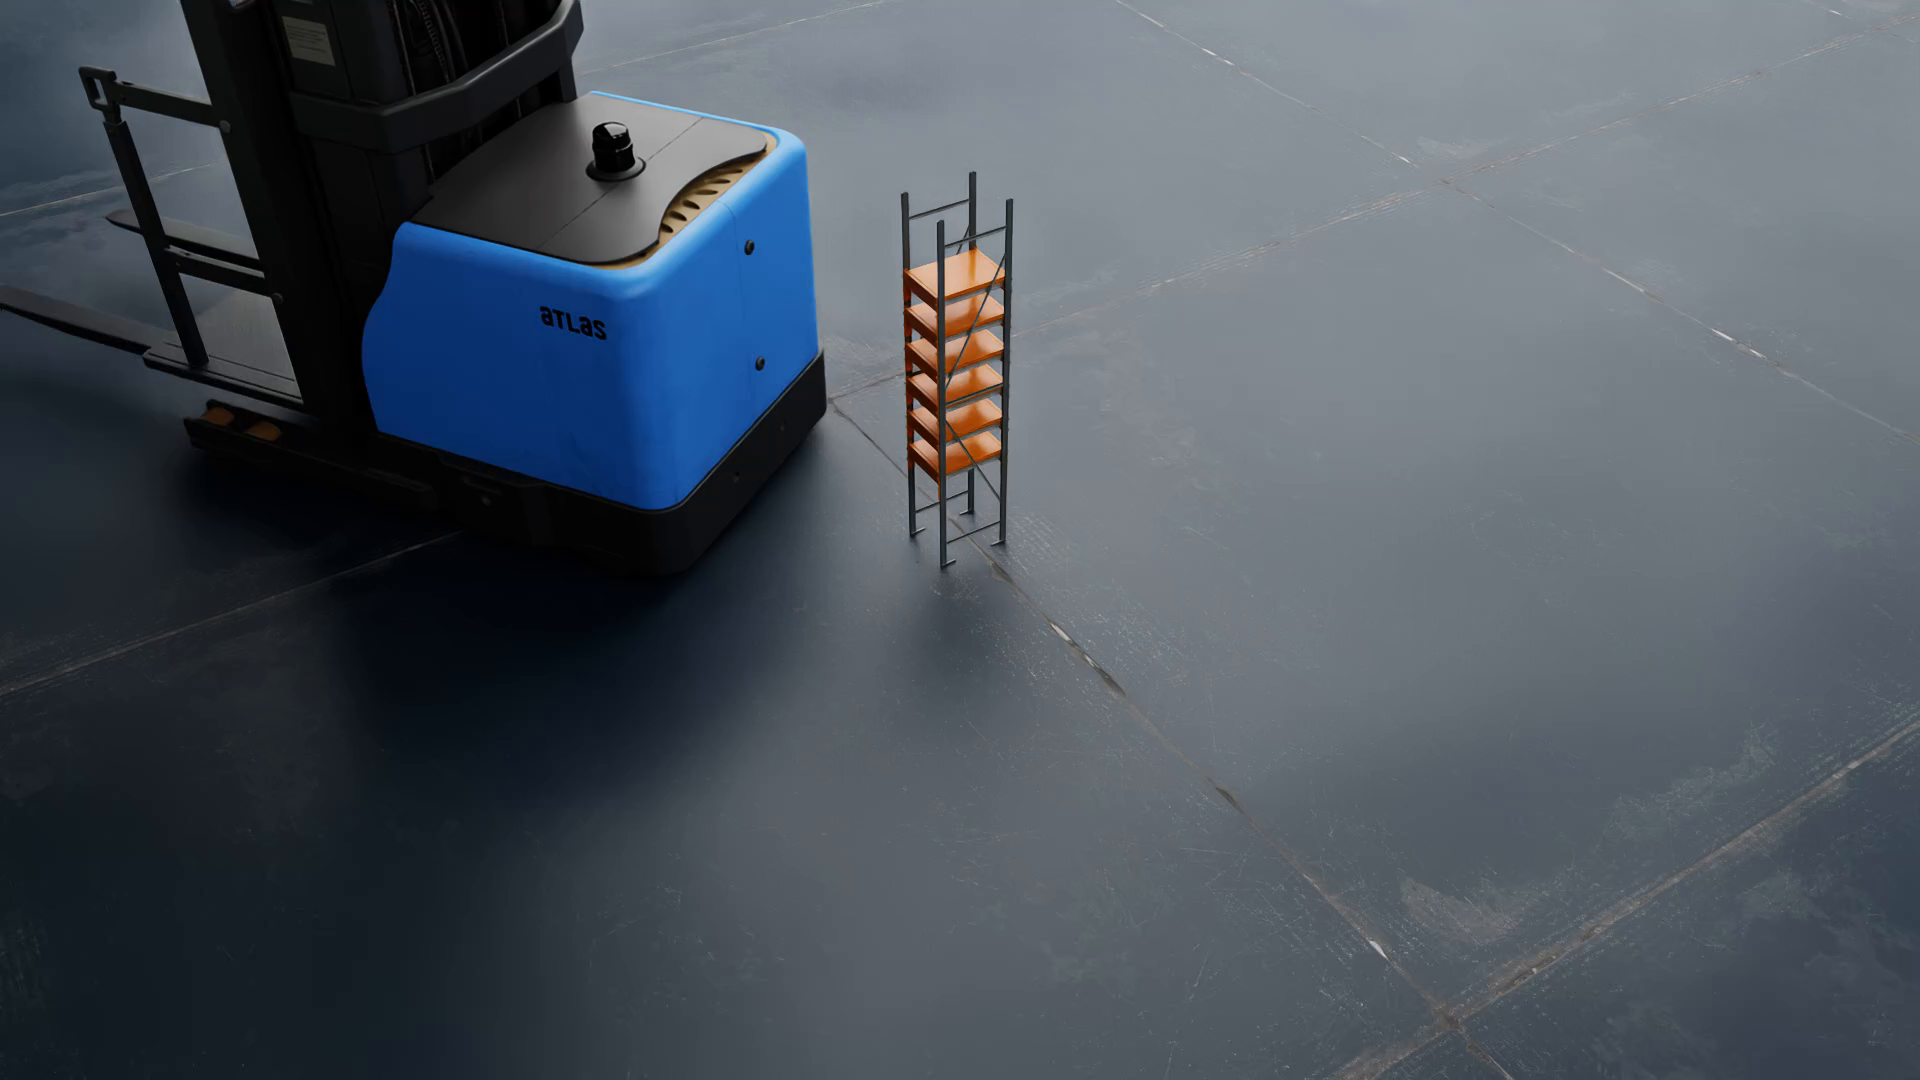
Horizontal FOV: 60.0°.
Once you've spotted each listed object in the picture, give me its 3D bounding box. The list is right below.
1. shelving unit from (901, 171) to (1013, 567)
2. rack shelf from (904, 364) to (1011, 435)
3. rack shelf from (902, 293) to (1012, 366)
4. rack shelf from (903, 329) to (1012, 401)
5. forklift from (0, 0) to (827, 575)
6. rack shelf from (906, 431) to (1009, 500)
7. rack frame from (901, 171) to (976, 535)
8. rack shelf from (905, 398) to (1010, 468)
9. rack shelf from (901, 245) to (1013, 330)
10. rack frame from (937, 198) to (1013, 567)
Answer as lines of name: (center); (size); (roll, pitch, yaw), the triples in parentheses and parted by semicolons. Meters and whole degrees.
shelving unit: (-0.008, -0.469, 4.875); (0.258, 1.200, 0.189); (-22, 45, -24)
rack shelf: (-0.008, -0.435, 4.904); (0.258, 0.103, 0.180); (-22, 45, -24)
rack shelf: (-0.008, -0.619, 4.750); (0.258, 0.103, 0.180); (-22, 45, -24)
rack shelf: (-0.008, -0.527, 4.827); (0.258, 0.103, 0.180); (-22, 45, -24)
forklift: (-2.017, -1.643, 4.932); (3.031, 2.935, 1.130); (16, 42, 18)
rack shelf: (-0.008, -0.250, 5.057); (0.258, 0.103, 0.180); (-22, 45, -24)
rack frame: (-0.057, -0.518, 4.935); (0.240, 1.200, 0.006); (-22, 45, -24)
rack shelf: (-0.008, -0.342, 4.981); (0.258, 0.103, 0.180); (-22, 45, -24)
rack shelf: (-0.008, -0.711, 4.673); (0.258, 0.103, 0.180); (-22, 45, -24)
rack frame: (0.041, -0.419, 4.816); (0.240, 1.200, 0.006); (-22, 45, -24)
